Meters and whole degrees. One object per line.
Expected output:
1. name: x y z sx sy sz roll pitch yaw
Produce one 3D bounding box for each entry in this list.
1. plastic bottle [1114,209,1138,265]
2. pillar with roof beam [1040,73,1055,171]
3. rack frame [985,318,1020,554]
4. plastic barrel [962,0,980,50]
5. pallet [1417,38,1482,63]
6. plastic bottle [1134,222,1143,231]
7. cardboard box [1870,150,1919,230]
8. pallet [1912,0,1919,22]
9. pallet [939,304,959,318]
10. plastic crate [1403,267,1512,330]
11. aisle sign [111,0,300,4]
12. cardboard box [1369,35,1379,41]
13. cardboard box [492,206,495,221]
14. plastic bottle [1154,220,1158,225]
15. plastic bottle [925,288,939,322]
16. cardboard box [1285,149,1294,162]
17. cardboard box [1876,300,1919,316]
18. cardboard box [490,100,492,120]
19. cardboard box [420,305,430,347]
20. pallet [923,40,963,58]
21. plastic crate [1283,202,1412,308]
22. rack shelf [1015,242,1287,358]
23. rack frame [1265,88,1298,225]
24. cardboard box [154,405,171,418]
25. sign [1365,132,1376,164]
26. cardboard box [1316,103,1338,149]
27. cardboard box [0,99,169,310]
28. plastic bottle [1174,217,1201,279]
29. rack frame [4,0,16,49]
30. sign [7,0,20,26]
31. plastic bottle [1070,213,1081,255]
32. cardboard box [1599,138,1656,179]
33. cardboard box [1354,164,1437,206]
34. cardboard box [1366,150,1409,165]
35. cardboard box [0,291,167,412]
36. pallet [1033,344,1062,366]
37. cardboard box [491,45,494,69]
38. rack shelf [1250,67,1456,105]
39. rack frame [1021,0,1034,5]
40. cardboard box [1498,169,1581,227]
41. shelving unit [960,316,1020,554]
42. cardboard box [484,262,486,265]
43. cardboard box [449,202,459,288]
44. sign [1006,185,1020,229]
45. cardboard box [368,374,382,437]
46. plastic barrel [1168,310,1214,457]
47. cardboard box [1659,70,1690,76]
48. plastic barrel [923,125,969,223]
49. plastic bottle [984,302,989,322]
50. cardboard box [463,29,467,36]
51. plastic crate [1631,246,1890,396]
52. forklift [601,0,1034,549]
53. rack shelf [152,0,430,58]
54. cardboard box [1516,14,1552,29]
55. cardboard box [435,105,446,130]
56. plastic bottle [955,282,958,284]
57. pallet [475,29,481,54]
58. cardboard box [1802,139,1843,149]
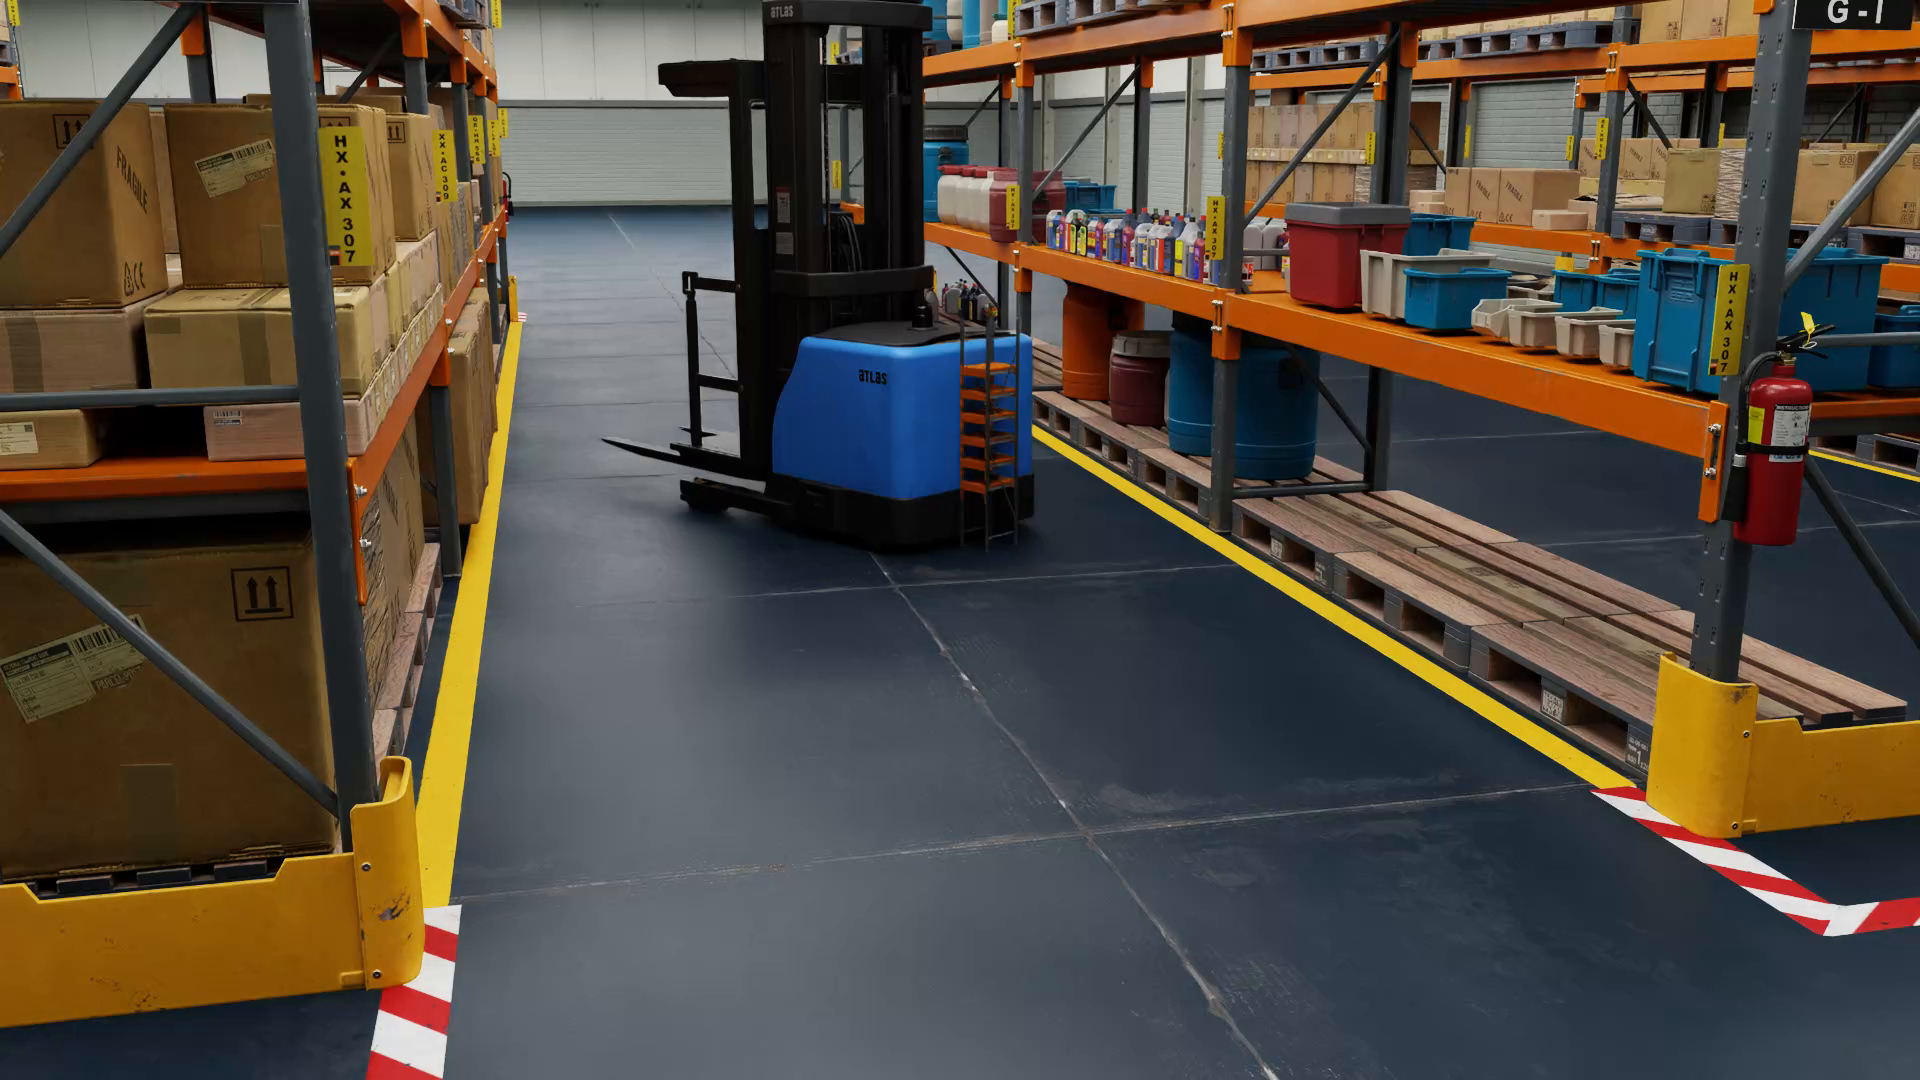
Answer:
1. plastic bottle: 1.078 -1.953 10.704 0.144 0.351 0.185 -3 14 -13
2. pillar with roof beam: -1.543 -14.331 48.626 9.100 9.000 0.400 -3 14 -13
3. rack frame: 0.218 -0.531 8.574 0.006 1.200 0.240 13 19 43
4. plastic barrel: 0.322 -4.970 15.573 0.600 0.901 0.708 -3 14 -13
5. pallet: 5.027 -4.811 16.382 0.805 0.209 1.217 -4 14 -15
6. plastic bottle: 1.147 -1.884 10.589 0.097 0.271 0.097 0 14 0
7. cardboard box: 6.569 -2.334 11.063 0.700 0.500 0.500 -1 14 -4
8. pallet: 6.601 -3.324 10.289 1.213 0.211 1.003 -3 14 -13
9. pallet: -0.416 -2.459 18.548 1.003 0.211 1.213 -3 14 -13
10. plastic crate: 2.078 -1.013 6.981 0.416 0.233 0.300 -3 14 -13
11. aisle sign: -1.696 -1.593 3.650 0.394 0.787 0.004 -3 14 -13
12. cardboard box: 4.819 -5.591 18.179 0.500 0.311 0.500 -4 14 -16
13. cardboard box: -4.627 -3.101 15.829 0.380 0.149 0.250 -3 14 -13
14. plastic bottle: 1.450 -2.258 12.268 0.097 0.201 0.097 0 14 0
15. plastic bottle: -0.300 -2.442 17.256 0.144 0.351 0.185 -3 14 -13
16. cardboard box: 4.055 -4.537 19.598 0.380 0.149 0.250 -3 14 -14
17. cardboard box: 6.575 -1.524 11.603 0.500 0.250 0.500 -3 14 -13
18. cardboard box: -4.917 -4.126 16.550 0.500 0.500 0.500 -3 14 -13
19. cardboard box: -2.312 -0.841 6.580 0.380 0.149 0.250 -3 14 -12
20. pallet: -0.273 -4.901 16.744 1.213 0.211 1.003 -3 14 -13
21. plastic crate: 1.836 -1.369 7.950 0.402 0.464 0.583 -3 14 -13
22. rack shelf: 1.401 -1.641 10.839 1.077 0.370 4.000 -3 14 -13
23. rack frame: 3.868 -4.572 21.322 1.000 3.000 0.127 -3 14 -13
24. cardboard box: -2.587 -0.448 4.968 0.380 0.149 0.250 -3 14 -12
25. sign: 4.268 -4.077 17.305 0.100 0.325 0.005 -3 14 -13
26. cardboard box: 4.460 -4.663 18.747 0.700 0.500 0.500 -3 14 -13
27. cardboard box: -2.374 -0.864 4.251 0.500 0.500 0.500 -3 14 -12
28. plastic bottle: 1.337 -1.699 9.664 0.144 0.351 0.185 -3 14 -13
29. rack frame: -10.607 -6.682 17.318 1.000 3.000 0.127 -3 14 -13
30. sign: -10.077 -5.644 17.689 0.100 0.325 0.005 -3 14 -13
31. plastic bottle: 0.814 -2.137 11.599 0.061 0.283 0.133 -3 14 -13
32. cardboard box: 8.609 -4.909 21.394 0.500 0.500 0.500 -3 14 -13
33. cardboard box: 4.697 -3.800 17.951 0.700 0.500 0.500 -4 14 -15
34. cardboard box: 4.535 -4.064 17.664 0.380 0.149 0.250 -3 14 -13
35. cardboard box: -2.376 -0.499 4.337 0.500 0.250 0.500 -4 14 -14
36. pallet: 0.504 -1.559 14.863 1.003 0.211 1.213 -3 14 -13
37. cardboard box: -5.282 -5.193 17.860 0.500 0.250 0.500 -3 14 -13
38. rack shelf: 4.338 -5.219 19.163 1.077 0.370 4.000 -3 14 -13
39. rack frame: 0.931 -5.366 11.930 1.000 3.000 0.127 -3 14 -13
40. cardboard box: 5.337 -3.162 15.337 0.500 0.500 0.500 -4 14 -16
41. shelving unit: 0.153 -0.547 8.637 0.189 1.200 0.258 13 19 43
42. cardboard box: -5.632 -2.866 18.719 0.500 0.500 0.500 -1 14 -3
43. cardboard box: -3.045 -1.653 9.161 0.500 0.500 0.500 -4 14 -14
44. sign: 0.398 -2.499 12.490 0.100 0.325 0.005 -3 14 -13
45. cardboard box: -1.829 -0.367 4.640 0.380 0.149 0.250 -3 14 -14
46. plastic barrel: 1.593 -1.003 10.250 0.600 0.901 0.708 -3 14 -13
47. cardboard box: 8.881 -5.906 20.207 0.500 0.500 0.500 -2 14 -10
48. plastic barrel: -0.212 -3.512 15.925 0.600 0.901 0.708 -3 14 -13
49. plastic bottle: 0.295 -2.374 17.292 0.097 0.201 0.097 0 14 0
50. cardboard box: -3.746 -3.682 11.675 0.500 0.250 0.500 -3 14 -12
51. plastic crate: 2.550 -0.719 5.350 0.616 0.435 0.499 -3 14 -13
52. forklift: -0.990 -1.658 9.537 3.031 2.935 1.130 13 19 43
53. rack shelf: -2.474 -1.899 5.576 1.077 0.370 4.000 -3 14 -13
54. cardboard box: 5.321 -4.669 14.829 0.500 0.250 0.500 -4 14 -14
55. cardboard box: -3.727 -2.542 10.687 0.797 0.503 0.637 -3 14 -11
56. plastic bottle: -0.045 -2.766 18.726 0.061 0.283 0.133 -3 14 -12
57. pallet: -4.781 -4.316 14.348 1.213 0.211 1.003 -3 14 -13
58. cardboard box: 9.714 -4.348 19.097 0.500 0.500 0.500 -4 14 -14
